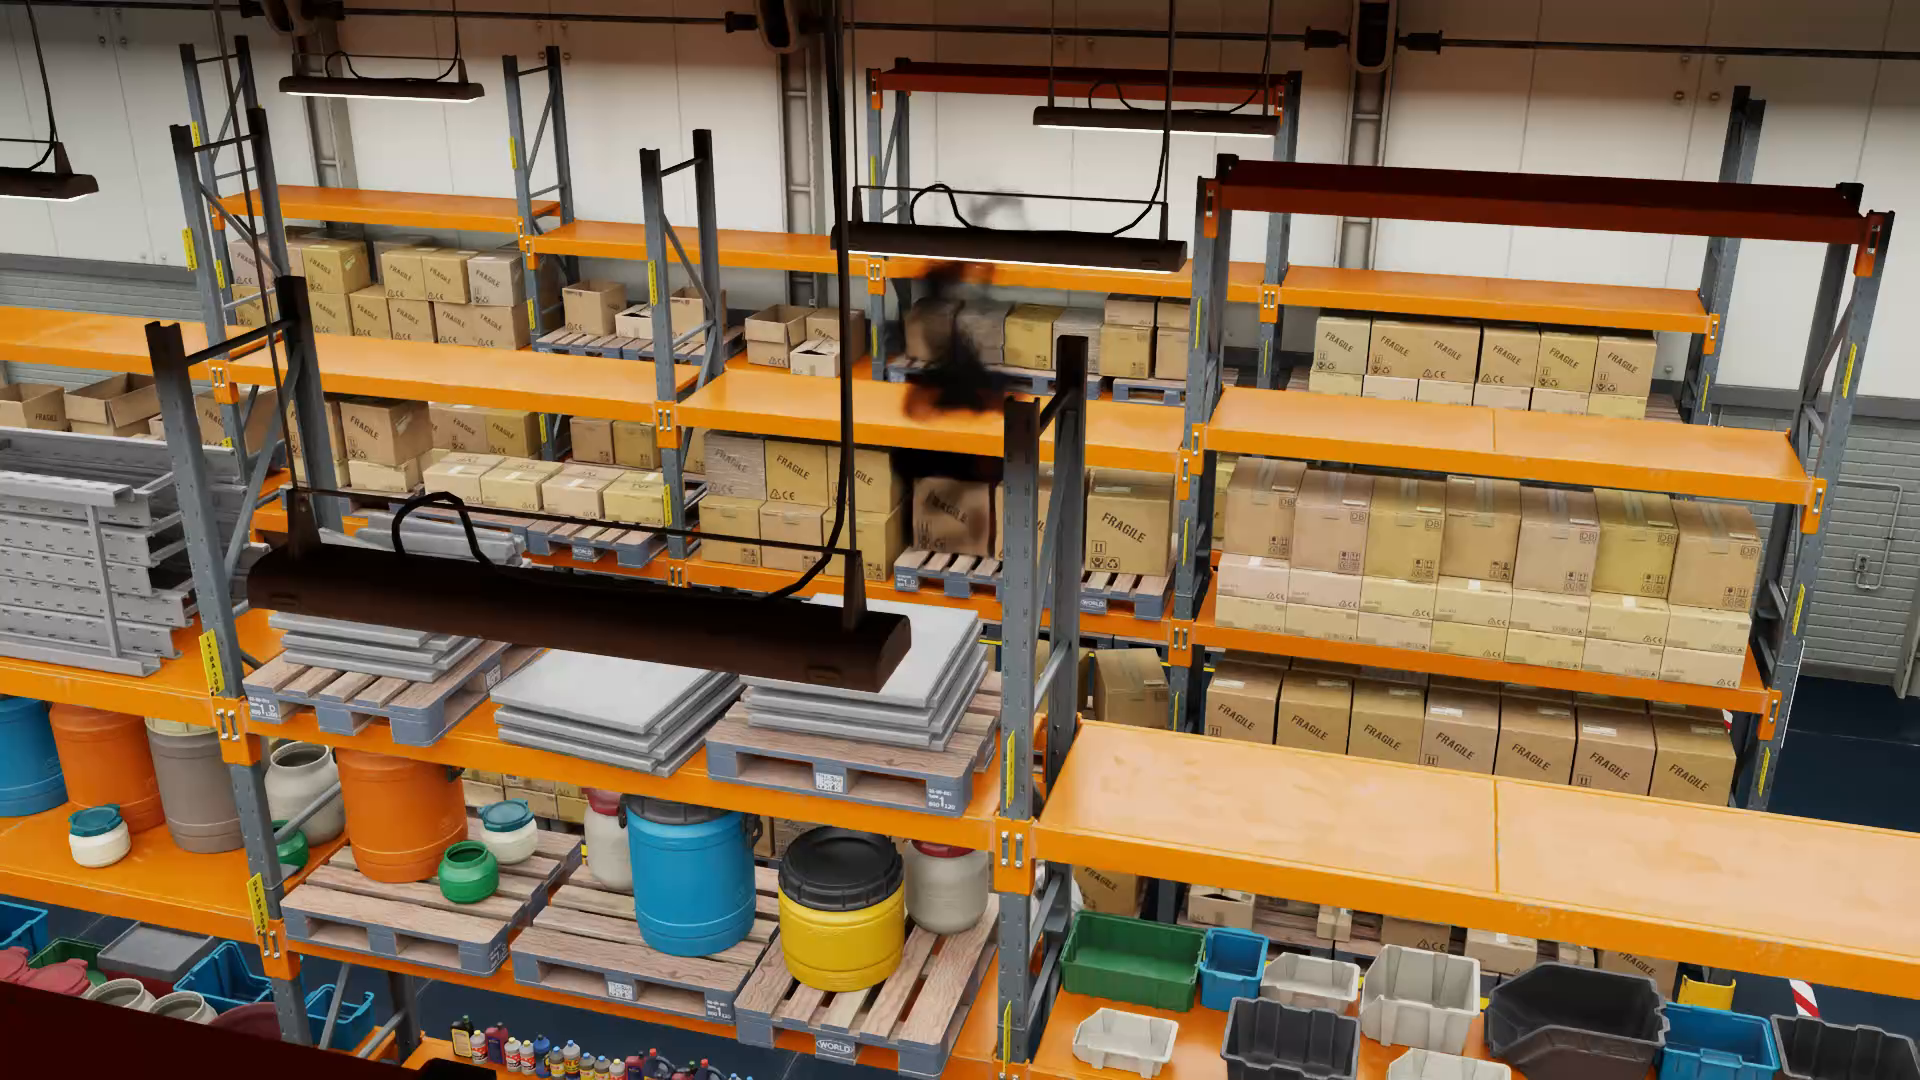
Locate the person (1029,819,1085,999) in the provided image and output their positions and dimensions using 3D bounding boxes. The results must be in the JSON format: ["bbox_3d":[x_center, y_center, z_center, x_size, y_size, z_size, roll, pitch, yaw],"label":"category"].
[{"bbox_3d":[0.591,2.649,11.315,0.889,1.812,0.658,3,23,8],"label":"person"}]
